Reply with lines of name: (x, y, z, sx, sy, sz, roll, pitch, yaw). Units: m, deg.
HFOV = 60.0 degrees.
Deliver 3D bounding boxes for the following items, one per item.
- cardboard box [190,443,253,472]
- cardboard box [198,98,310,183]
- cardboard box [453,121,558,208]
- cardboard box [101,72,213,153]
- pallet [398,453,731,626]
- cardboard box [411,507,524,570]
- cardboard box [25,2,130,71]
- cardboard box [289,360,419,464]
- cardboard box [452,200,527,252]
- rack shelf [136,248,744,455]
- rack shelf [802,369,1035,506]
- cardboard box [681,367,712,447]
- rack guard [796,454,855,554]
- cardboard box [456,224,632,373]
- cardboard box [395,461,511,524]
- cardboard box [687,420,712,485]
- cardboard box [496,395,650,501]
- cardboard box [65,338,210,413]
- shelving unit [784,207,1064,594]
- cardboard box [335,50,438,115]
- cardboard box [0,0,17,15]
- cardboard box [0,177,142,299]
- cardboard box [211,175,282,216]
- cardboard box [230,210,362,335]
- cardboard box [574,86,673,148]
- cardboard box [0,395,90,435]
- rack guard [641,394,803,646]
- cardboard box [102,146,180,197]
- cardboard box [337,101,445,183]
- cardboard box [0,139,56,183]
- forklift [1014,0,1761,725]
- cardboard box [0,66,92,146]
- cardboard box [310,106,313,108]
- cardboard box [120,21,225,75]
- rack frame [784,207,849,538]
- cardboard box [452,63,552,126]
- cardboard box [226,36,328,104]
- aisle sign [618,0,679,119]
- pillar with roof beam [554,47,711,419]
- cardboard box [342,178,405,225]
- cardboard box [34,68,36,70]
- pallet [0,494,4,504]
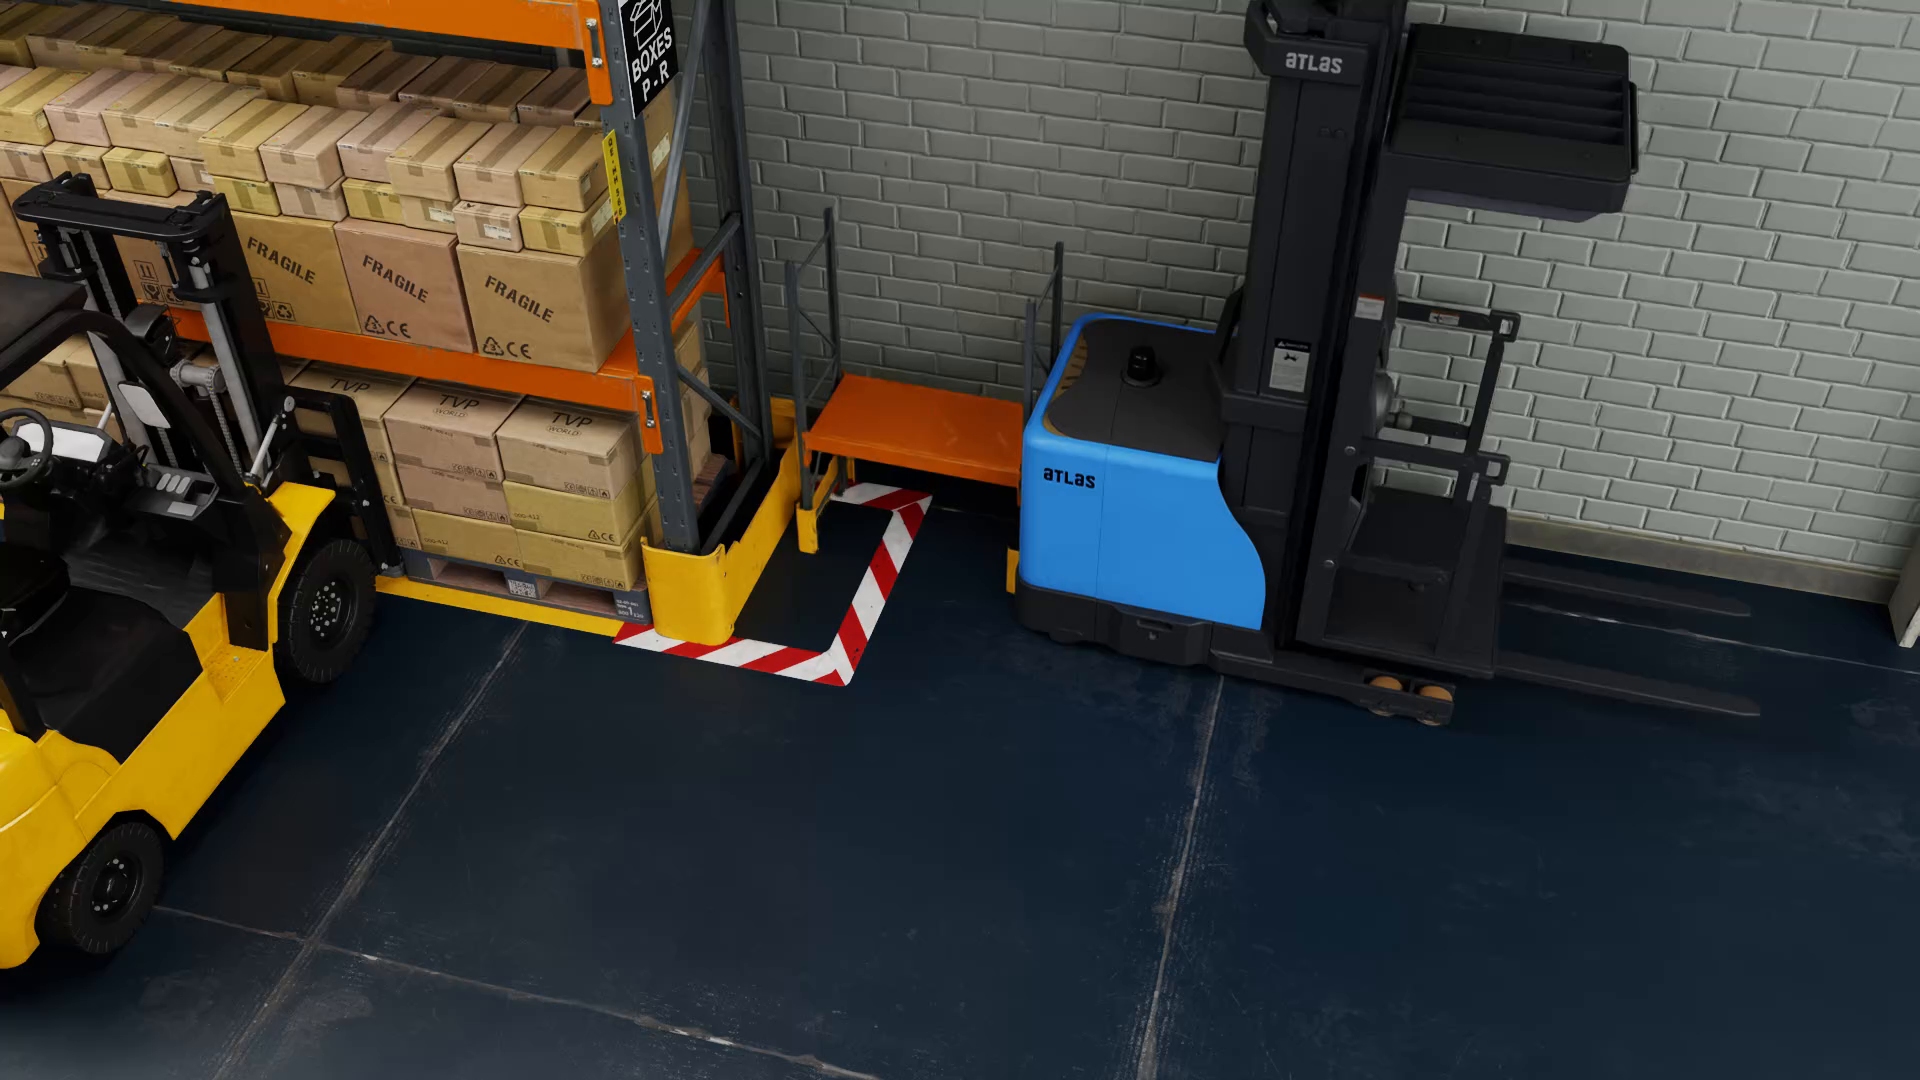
cardboard box: (-3.080, -0.510, 7.448, 0.500, 0.250, 0.500, 10, 41, 11)
cardboard box: (-2.720, -1.555, 6.456, 0.250, 0.149, 0.380, 11, 41, 12)
cardboard box: (-1.707, -1.427, 6.303, 0.250, 0.149, 0.380, 10, 41, 11)
cardboard box: (-3.183, -1.709, 6.639, 0.250, 0.149, 0.380, 10, 41, 12)
pallet: (-1.810, -0.109, 7.716, 1.213, 0.211, 1.003, 10, 41, 11)
cardboard box: (-2.074, -0.154, 7.413, 0.500, 0.250, 0.500, 10, 41, 11)
cardboard box: (-3.789, -2.170, 7.188, 0.250, 0.149, 0.380, 9, 41, 11)
cardboard box: (-2.571, -0.608, 7.176, 0.500, 0.250, 0.500, 10, 41, 12)
cardboard box: (-1.722, -1.270, 6.348, 0.250, 0.149, 0.380, 10, 41, 12)
rack shelf: (-2.992, -1.133, 7.326, 4.000, 0.370, 1.077, 10, 41, 11)
rack shelf: (-0.141, -0.466, 7.418, 1.000, 0.185, 0.538, 11, 41, 13)
cardboard box: (-1.461, -0.582, 7.534, 0.500, 0.250, 0.500, 10, 41, 12)
rack guard: (-0.627, -0.218, 7.816, 0.087, 0.250, 0.587, 11, 41, 13)
cardboard box: (-1.604, -1.033, 6.570, 0.500, 0.500, 0.500, 9, 41, 10)
cardboard box: (-2.093, -0.352, 7.259, 0.500, 0.250, 0.500, 9, 41, 11)
cardboard box: (-1.484, -0.387, 7.690, 0.500, 0.250, 0.500, 10, 41, 12)
cardboard box: (-1.586, -0.449, 6.987, 0.500, 0.250, 0.500, 11, 41, 13)
cardboard box: (-3.563, -0.789, 7.392, 0.500, 0.250, 0.500, 11, 41, 13)
shelving unit: (-0.150, -0.605, 7.304, 1.083, 1.500, 0.587, 11, 41, 13)
cardboard box: (-2.329, -1.843, 6.799, 0.250, 0.149, 0.380, 11, 41, 13)
cardboard box: (-4.306, -2.209, 7.234, 0.250, 0.149, 0.380, 9, 41, 10)
cardboard box: (-3.566, -1.383, 6.987, 0.500, 0.500, 0.500, 9, 41, 11)
cardboard box: (-2.713, -1.444, 6.555, 0.250, 0.149, 0.380, 10, 41, 12)
cardboard box: (-2.598, -1.210, 6.780, 0.500, 0.500, 0.500, 9, 41, 11)
cardboard box: (-1.330, -1.665, 6.587, 0.250, 0.149, 0.380, 9, 41, 11)
cardboard box: (-4.050, -0.685, 7.657, 0.500, 0.250, 0.500, 10, 41, 11)
rack guard: (-1.037, -0.115, 7.498, 0.348, 0.500, 1.175, 10, 41, 11)
cardboard box: (-3.196, -1.542, 6.671, 0.250, 0.149, 0.380, 9, 41, 11)
cardboard box: (-2.188, -1.541, 6.439, 0.250, 0.149, 0.380, 10, 41, 12)
cardboard box: (-3.703, -1.611, 6.754, 0.250, 0.149, 0.380, 9, 41, 11)
forklift: (1.812, -0.743, 6.356, 3.031, 2.935, 1.130, 11, 41, 13)
cardboard box: (-3.689, -1.747, 6.684, 0.250, 0.149, 0.380, 9, 41, 11)
cardboard box: (-2.545, -1.838, 7.024, 0.250, 0.149, 0.380, 11, 41, 13)
cardboard box: (-3.309, -2.043, 7.037, 0.250, 0.149, 0.380, 9, 41, 11)
rack frame: (-0.628, -0.697, 7.414, 0.032, 1.500, 0.500, 11, 41, 13)
cardboard box: (-1.832, -1.765, 6.705, 0.250, 0.149, 0.380, 11, 41, 12)
cardboard box: (-2.816, -1.940, 6.914, 0.250, 0.149, 0.380, 10, 41, 12)
aisle sign: (-1.073, -1.878, 5.632, 0.004, 0.787, 0.394, 10, 41, 11)
pillar with roof beam: (-2.613, -1.374, 2.389, 0.400, 9.000, 9.100, 10, 41, 11)
cardboard box: (-2.194, -1.400, 6.502, 0.250, 0.149, 0.380, 9, 41, 11)
cardboard box: (-4.043, -2.064, 7.294, 0.250, 0.149, 0.380, 11, 41, 13)
pallet: (-4.167, -0.515, 8.199, 1.213, 0.211, 1.003, 10, 41, 11)
